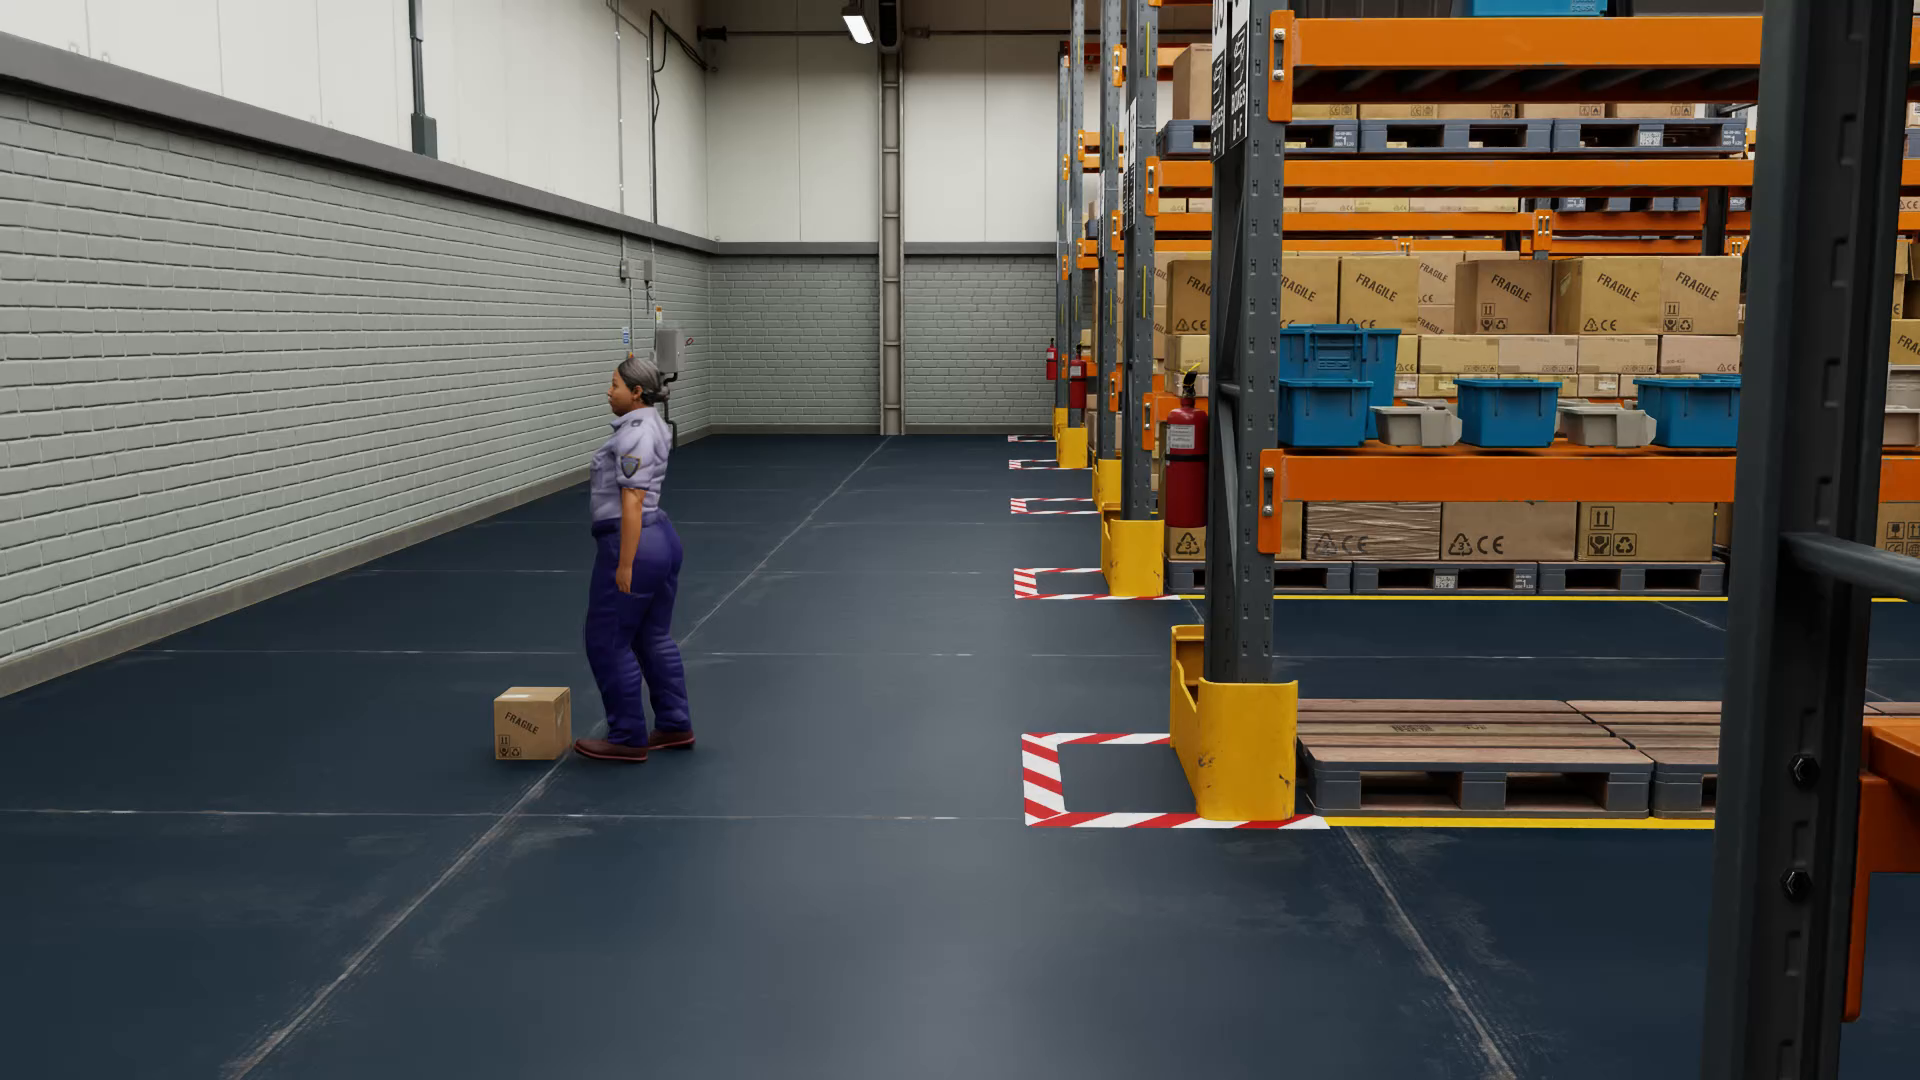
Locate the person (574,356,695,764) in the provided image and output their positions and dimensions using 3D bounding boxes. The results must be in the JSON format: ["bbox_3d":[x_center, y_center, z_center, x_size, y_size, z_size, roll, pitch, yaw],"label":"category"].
[{"bbox_3d":[-1.344,0.080,6.775,0.438,1.646,0.469,0,7,4],"label":"person"}]
